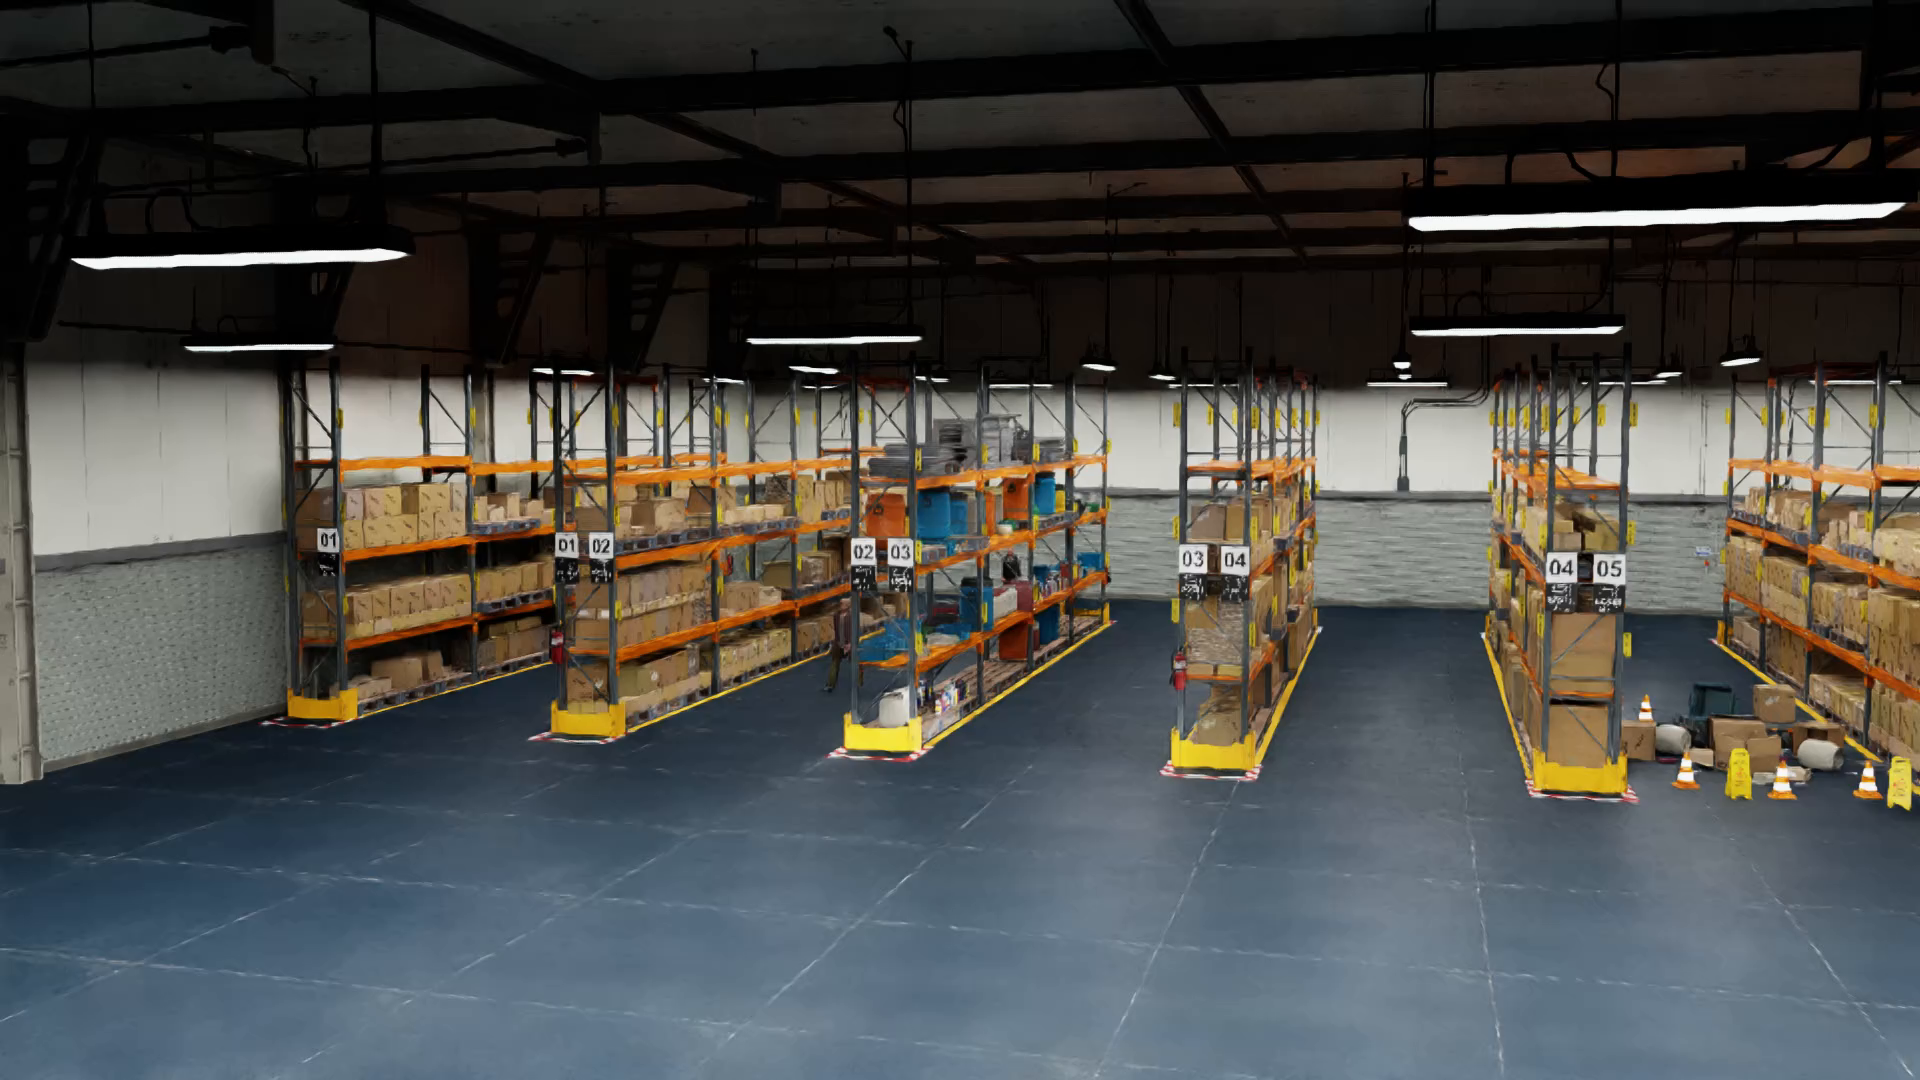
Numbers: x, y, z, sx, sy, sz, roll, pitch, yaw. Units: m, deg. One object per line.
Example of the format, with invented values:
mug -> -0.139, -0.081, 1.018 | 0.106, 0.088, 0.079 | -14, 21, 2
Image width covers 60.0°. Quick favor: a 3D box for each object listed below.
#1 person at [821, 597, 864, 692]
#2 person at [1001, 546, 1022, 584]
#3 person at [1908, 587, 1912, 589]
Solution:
person -> -2.098, 1.900, 30.356 | 0.575, 1.714, 1.104 | 2, 5, 24
person -> 1.328, 0.969, 43.610 | 0.543, 1.647, 1.115 | 1, 4, 17
person -> 19.896, 1.578, 34.760 | 0.417, 1.726, 0.655 | 1, 4, 18
